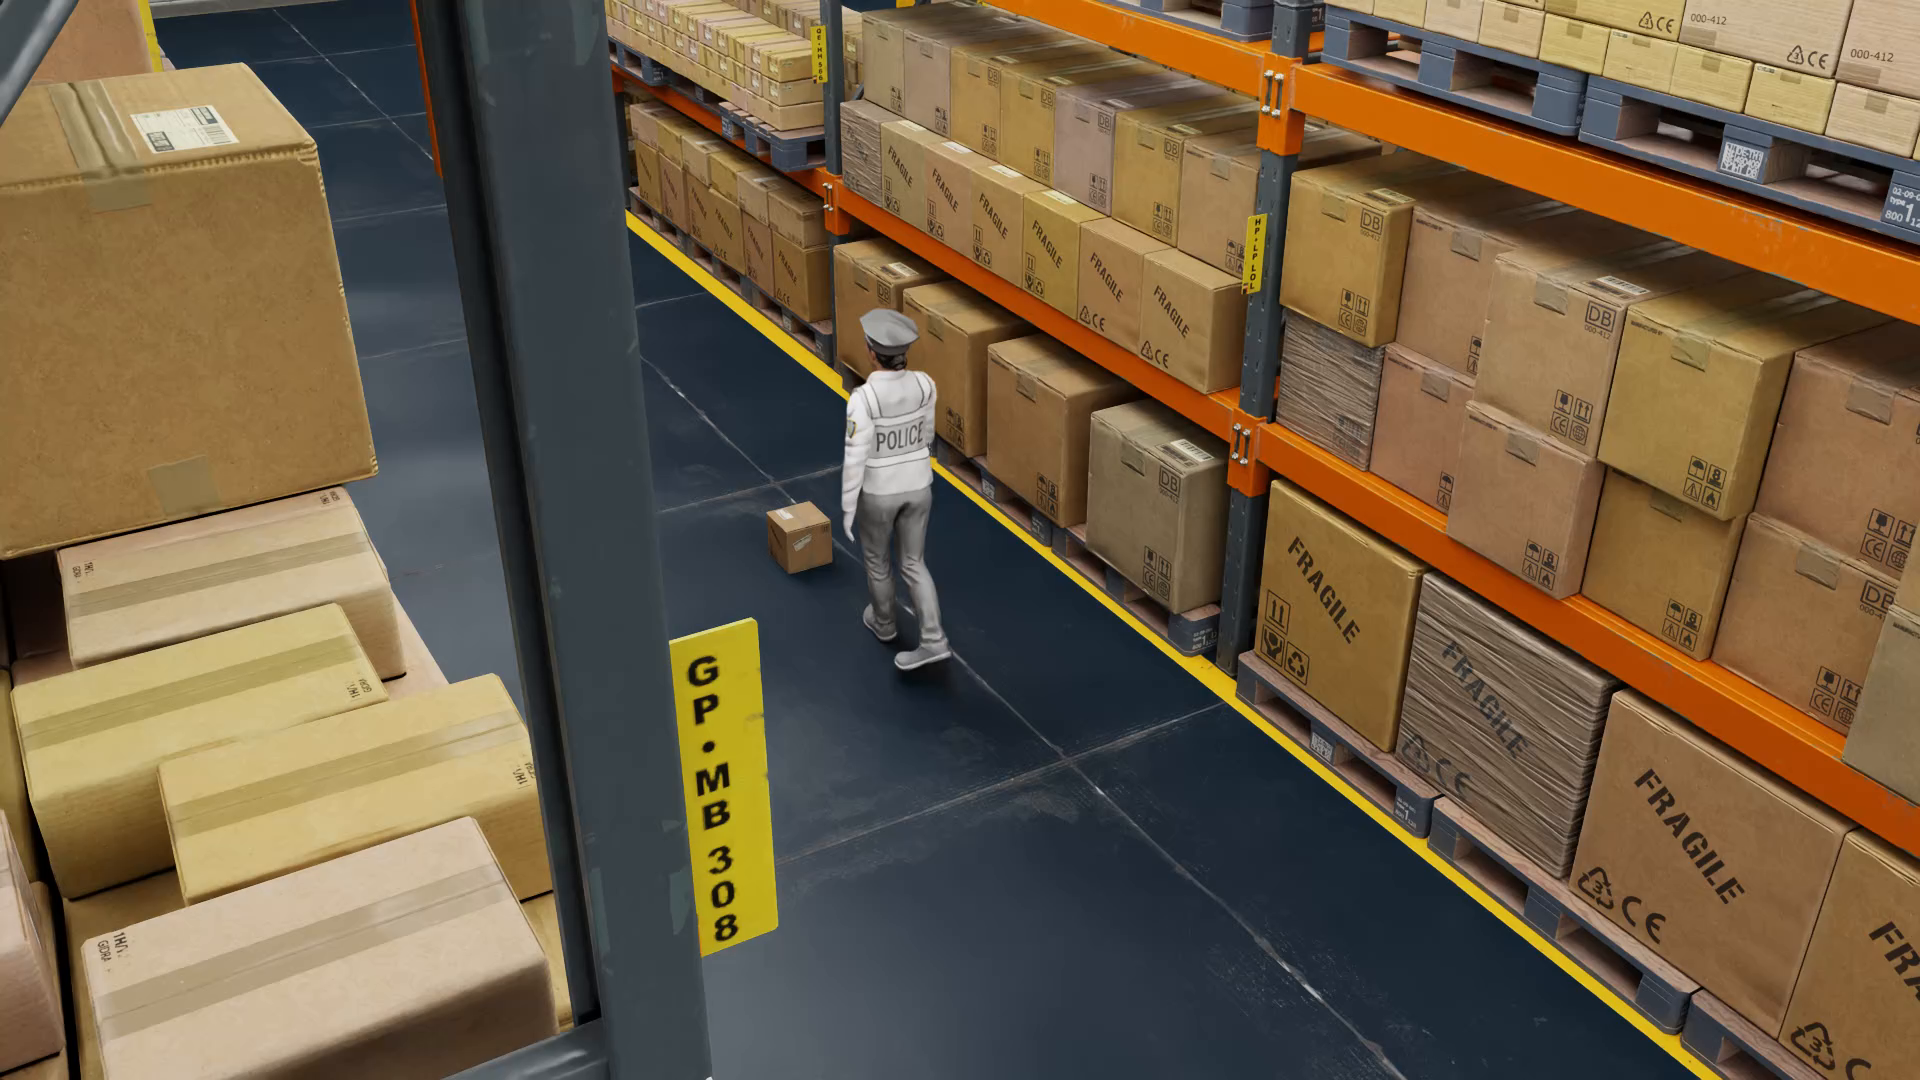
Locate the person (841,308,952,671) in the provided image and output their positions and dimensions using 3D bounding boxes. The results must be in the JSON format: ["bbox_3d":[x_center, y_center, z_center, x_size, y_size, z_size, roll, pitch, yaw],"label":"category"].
[{"bbox_3d":[-0.314,-0.206,7.466,0.508,1.671,0.712,-13,32,-22],"label":"person"}]
